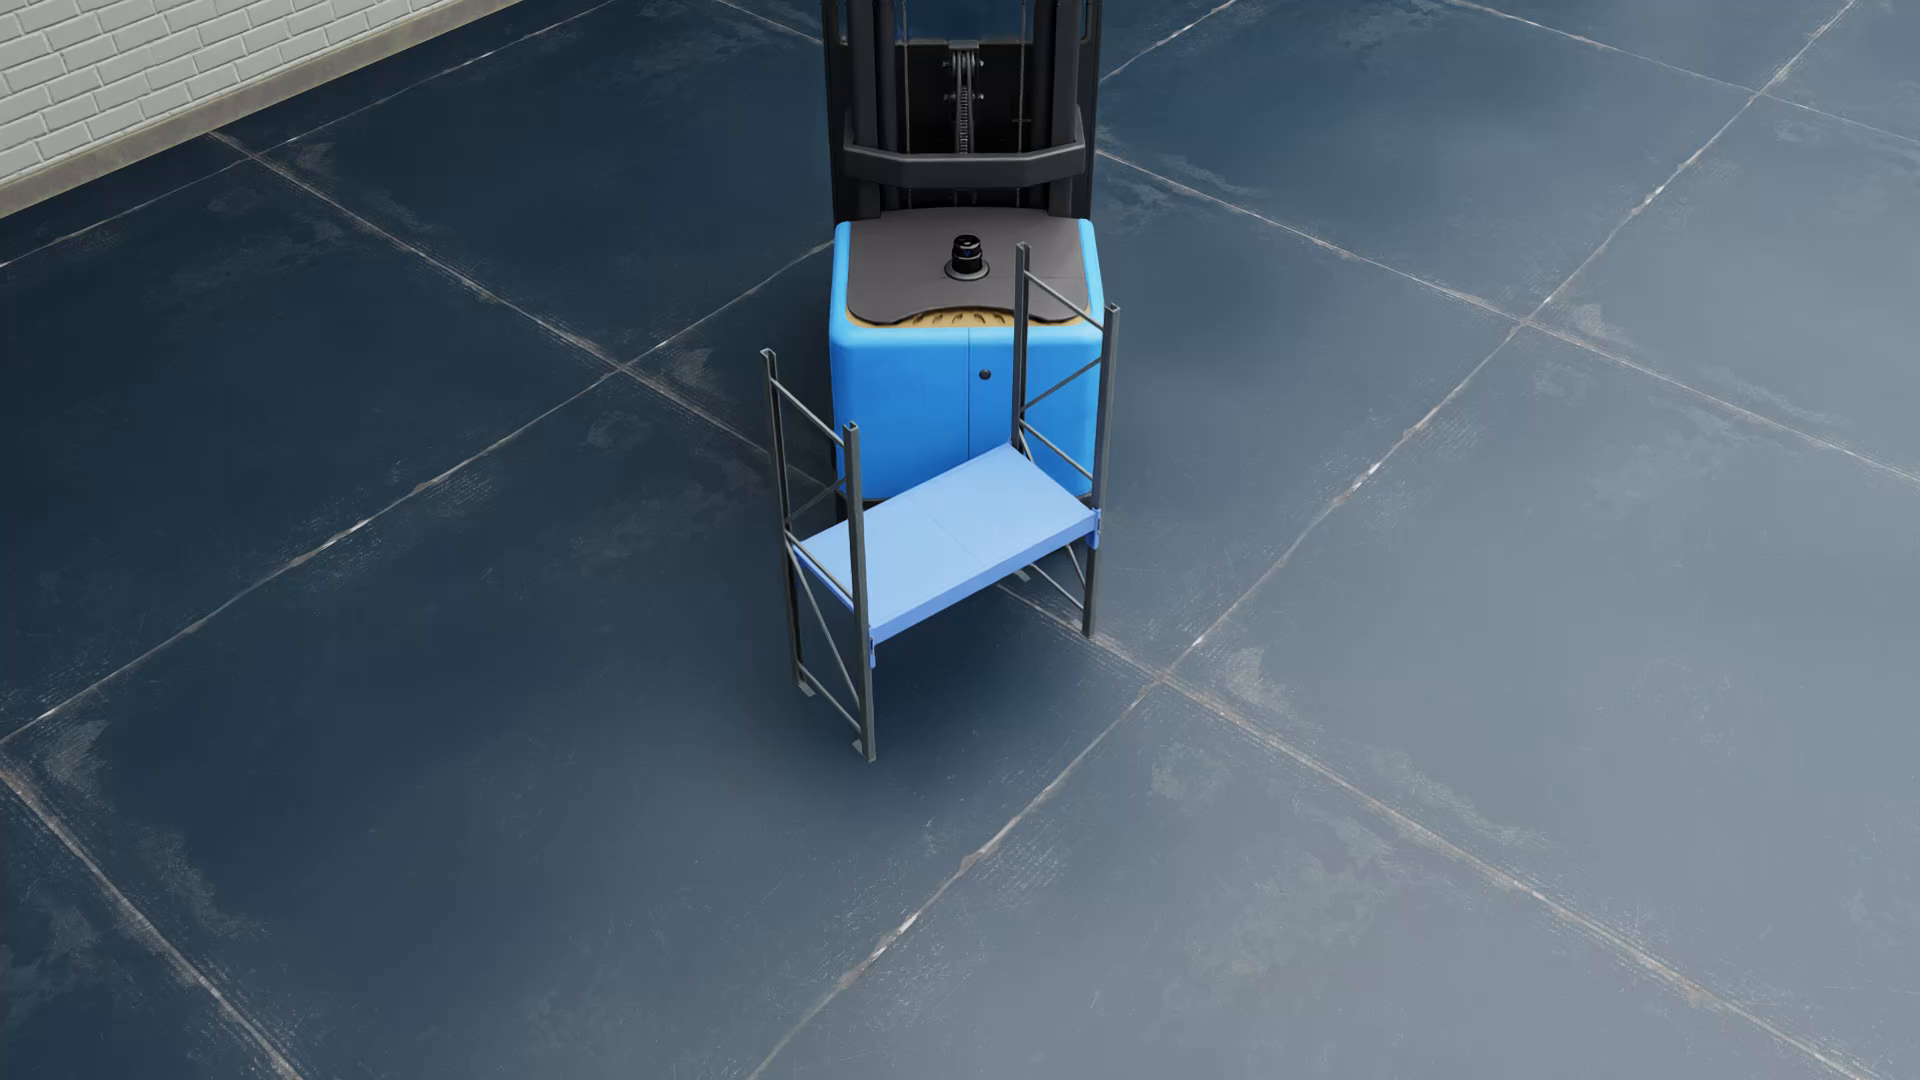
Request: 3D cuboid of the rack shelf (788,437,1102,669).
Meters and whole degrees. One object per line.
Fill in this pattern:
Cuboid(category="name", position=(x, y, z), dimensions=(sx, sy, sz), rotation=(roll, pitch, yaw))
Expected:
Cuboid(category="rack shelf", position=(-0.054, 0.023, 5.877), dimensions=(1.000, 0.185, 0.538), rotation=(-27, 49, -26))

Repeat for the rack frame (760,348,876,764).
Cuboid(category="rack frame", position=(-0.459, 0.096, 5.529), dimensions=(0.032, 1.500, 0.500), rotation=(-27, 49, -26))

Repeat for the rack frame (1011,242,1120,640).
Cuboid(category="rack frame", position=(0.352, -0.316, 5.982), dimensions=(0.032, 1.500, 0.500), rotation=(-27, 49, -26))

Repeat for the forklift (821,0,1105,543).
Cuboid(category="forklift", position=(0.002, -2.030, 6.804), dimensions=(1.130, 2.935, 3.031), rotation=(-1, 42, -1))

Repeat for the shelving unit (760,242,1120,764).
Cuboid(category="shelving unit", position=(-0.054, -0.110, 5.756), dimensions=(1.048, 1.500, 0.538), rotation=(-27, 49, -26))
